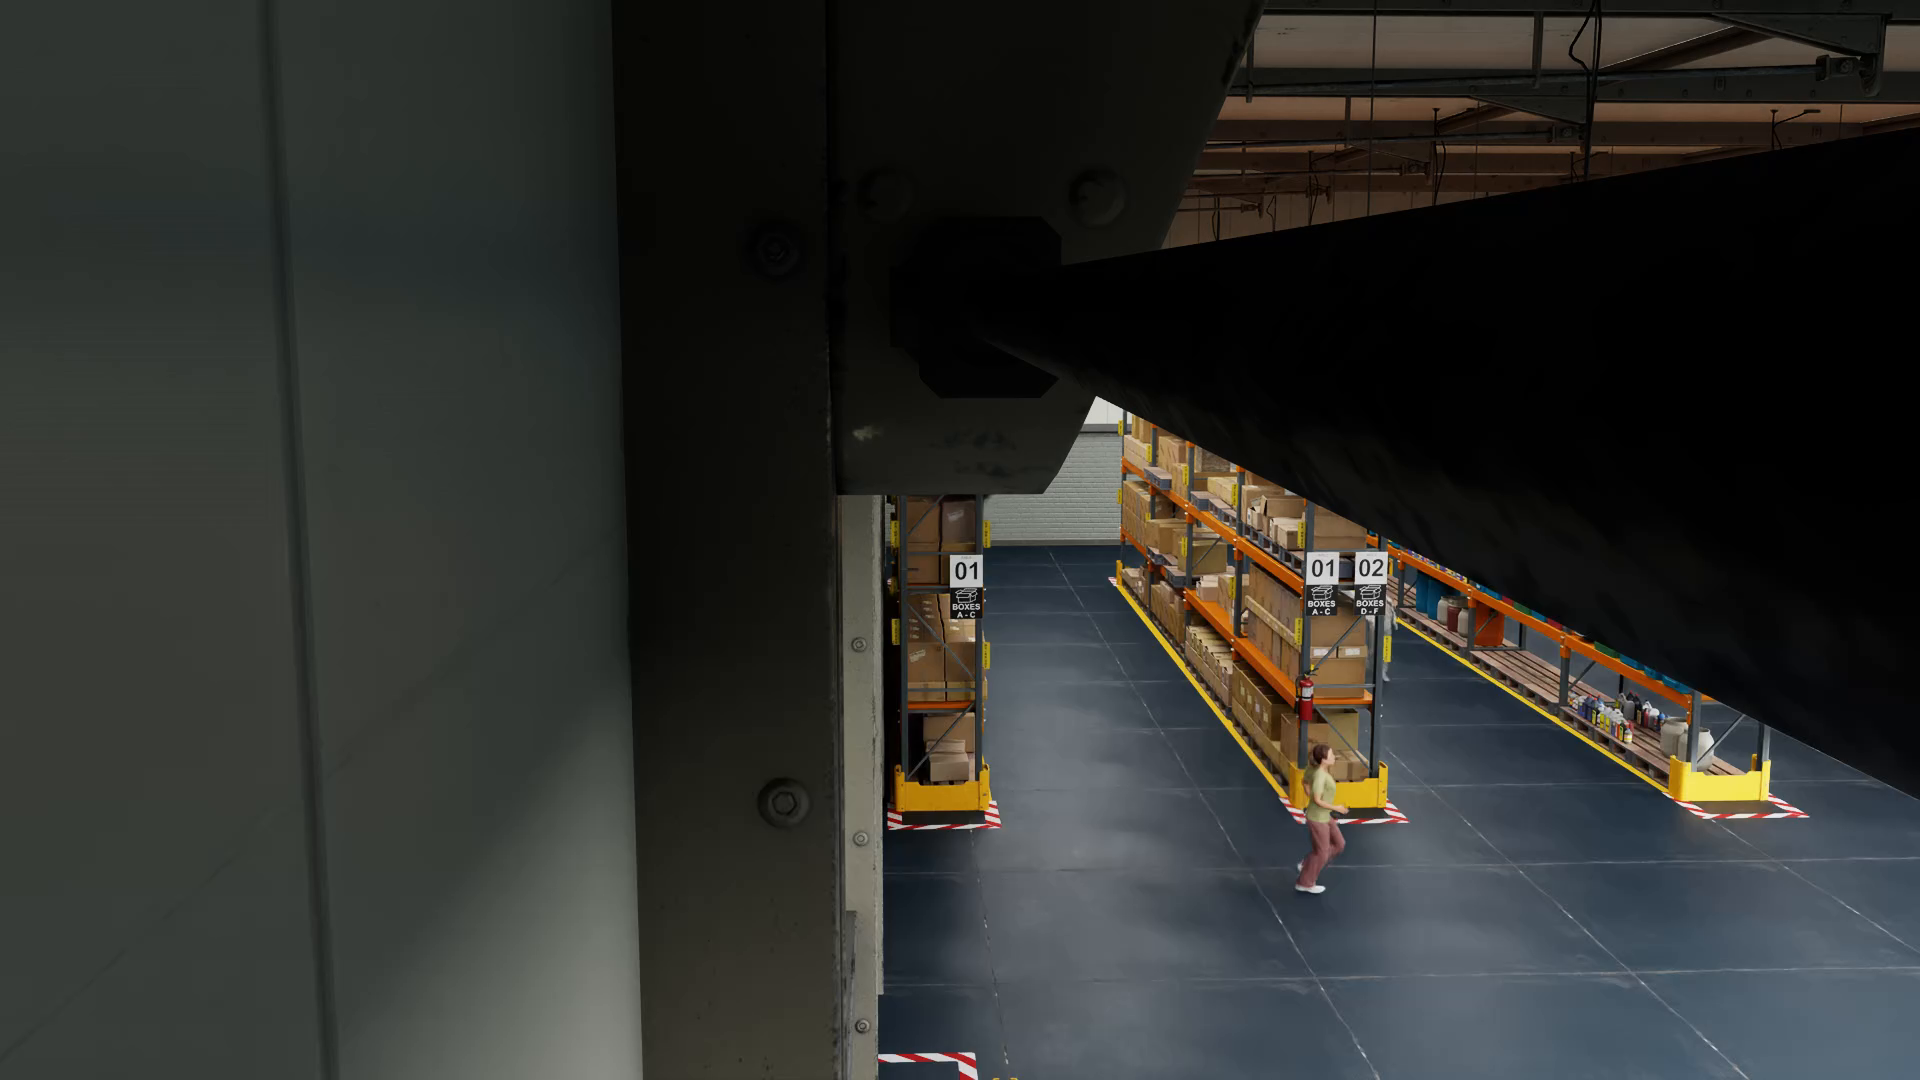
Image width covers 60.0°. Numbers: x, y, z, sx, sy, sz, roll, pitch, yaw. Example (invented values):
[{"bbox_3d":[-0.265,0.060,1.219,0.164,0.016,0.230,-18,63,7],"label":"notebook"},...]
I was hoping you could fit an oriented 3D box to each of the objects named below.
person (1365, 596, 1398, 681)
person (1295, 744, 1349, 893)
[{"bbox_3d":[6.939,1.467,27.486,0.625,1.654,0.723,-2,9,-11],"label":"person"},{"bbox_3d":[3.831,2.947,17.555,0.529,1.631,0.578,2,9,14],"label":"person"}]
